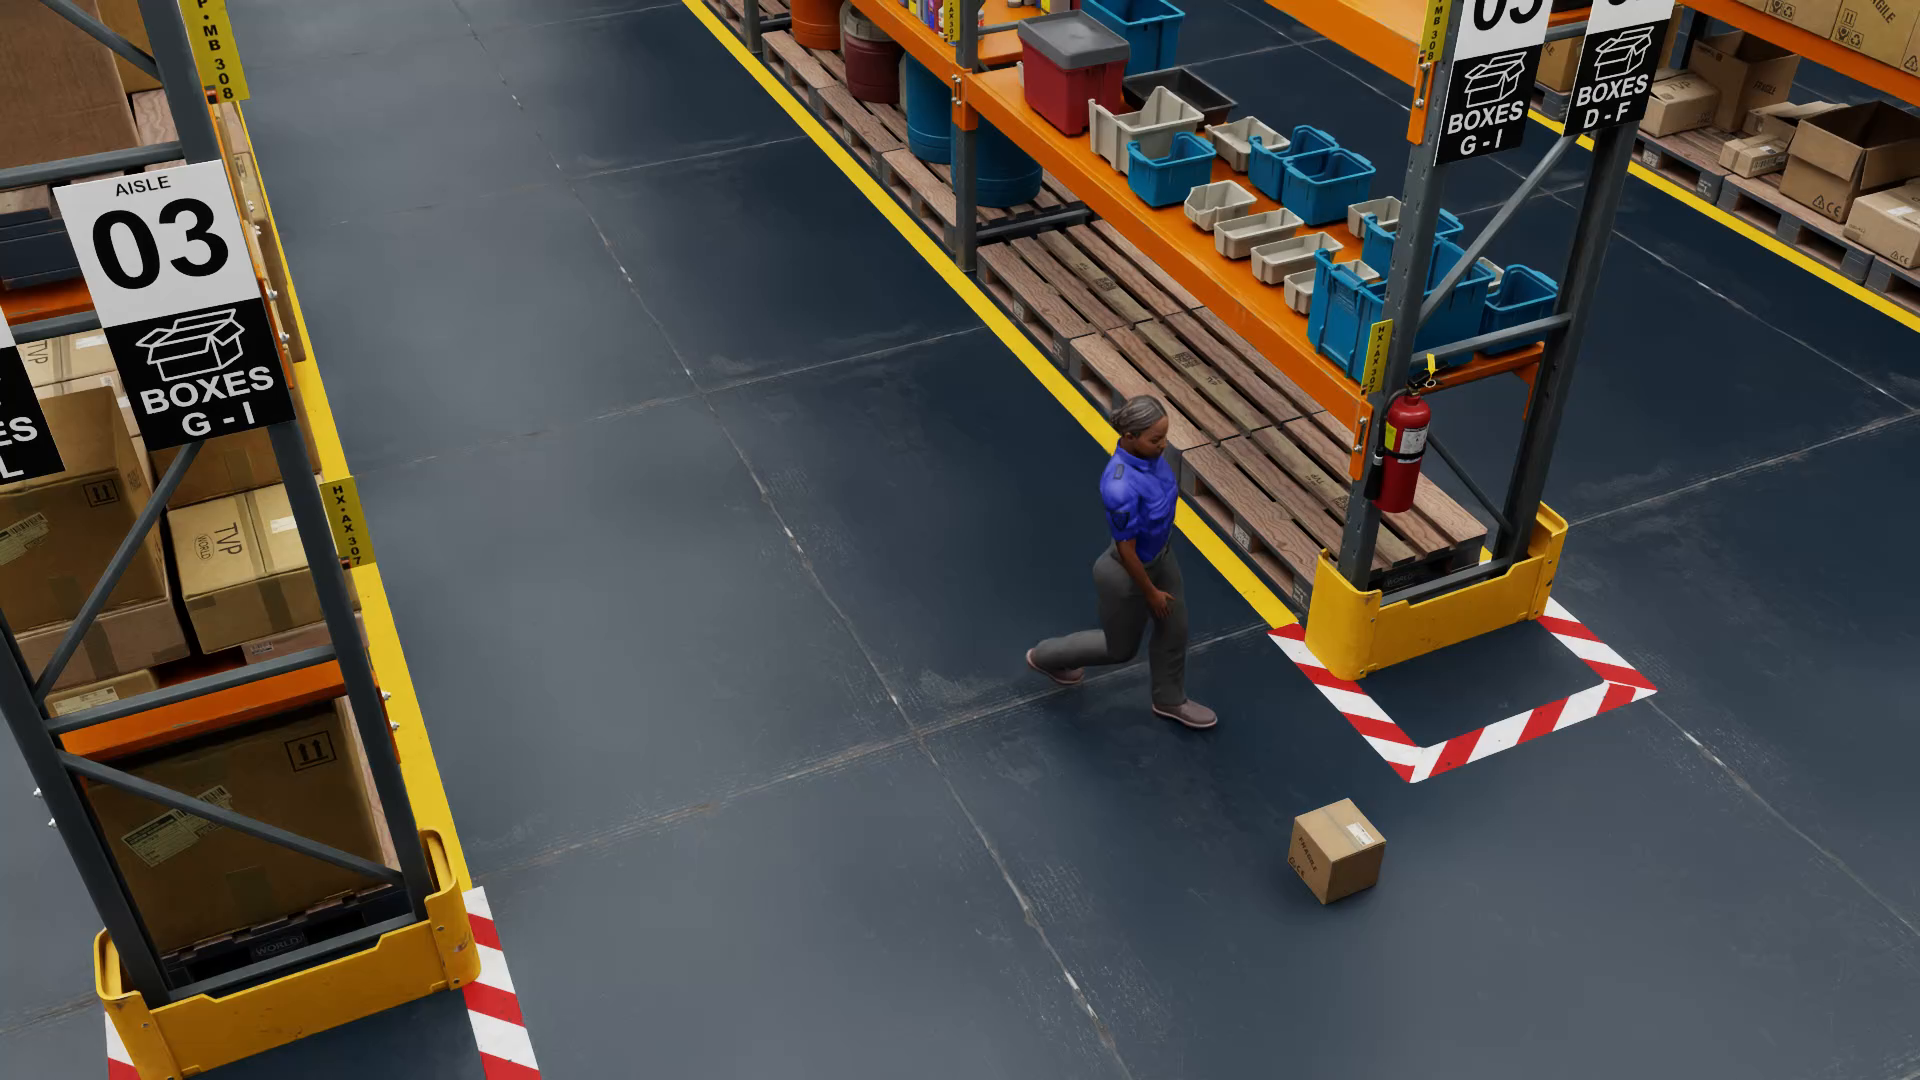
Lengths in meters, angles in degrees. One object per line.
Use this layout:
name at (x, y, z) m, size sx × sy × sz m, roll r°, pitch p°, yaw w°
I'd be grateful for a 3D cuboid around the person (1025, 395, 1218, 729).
person at (0.697, 0.088, 6.746) m, size 0.830 × 1.621 × 0.499 m, roll 20°, pitch 42°, yaw 24°
